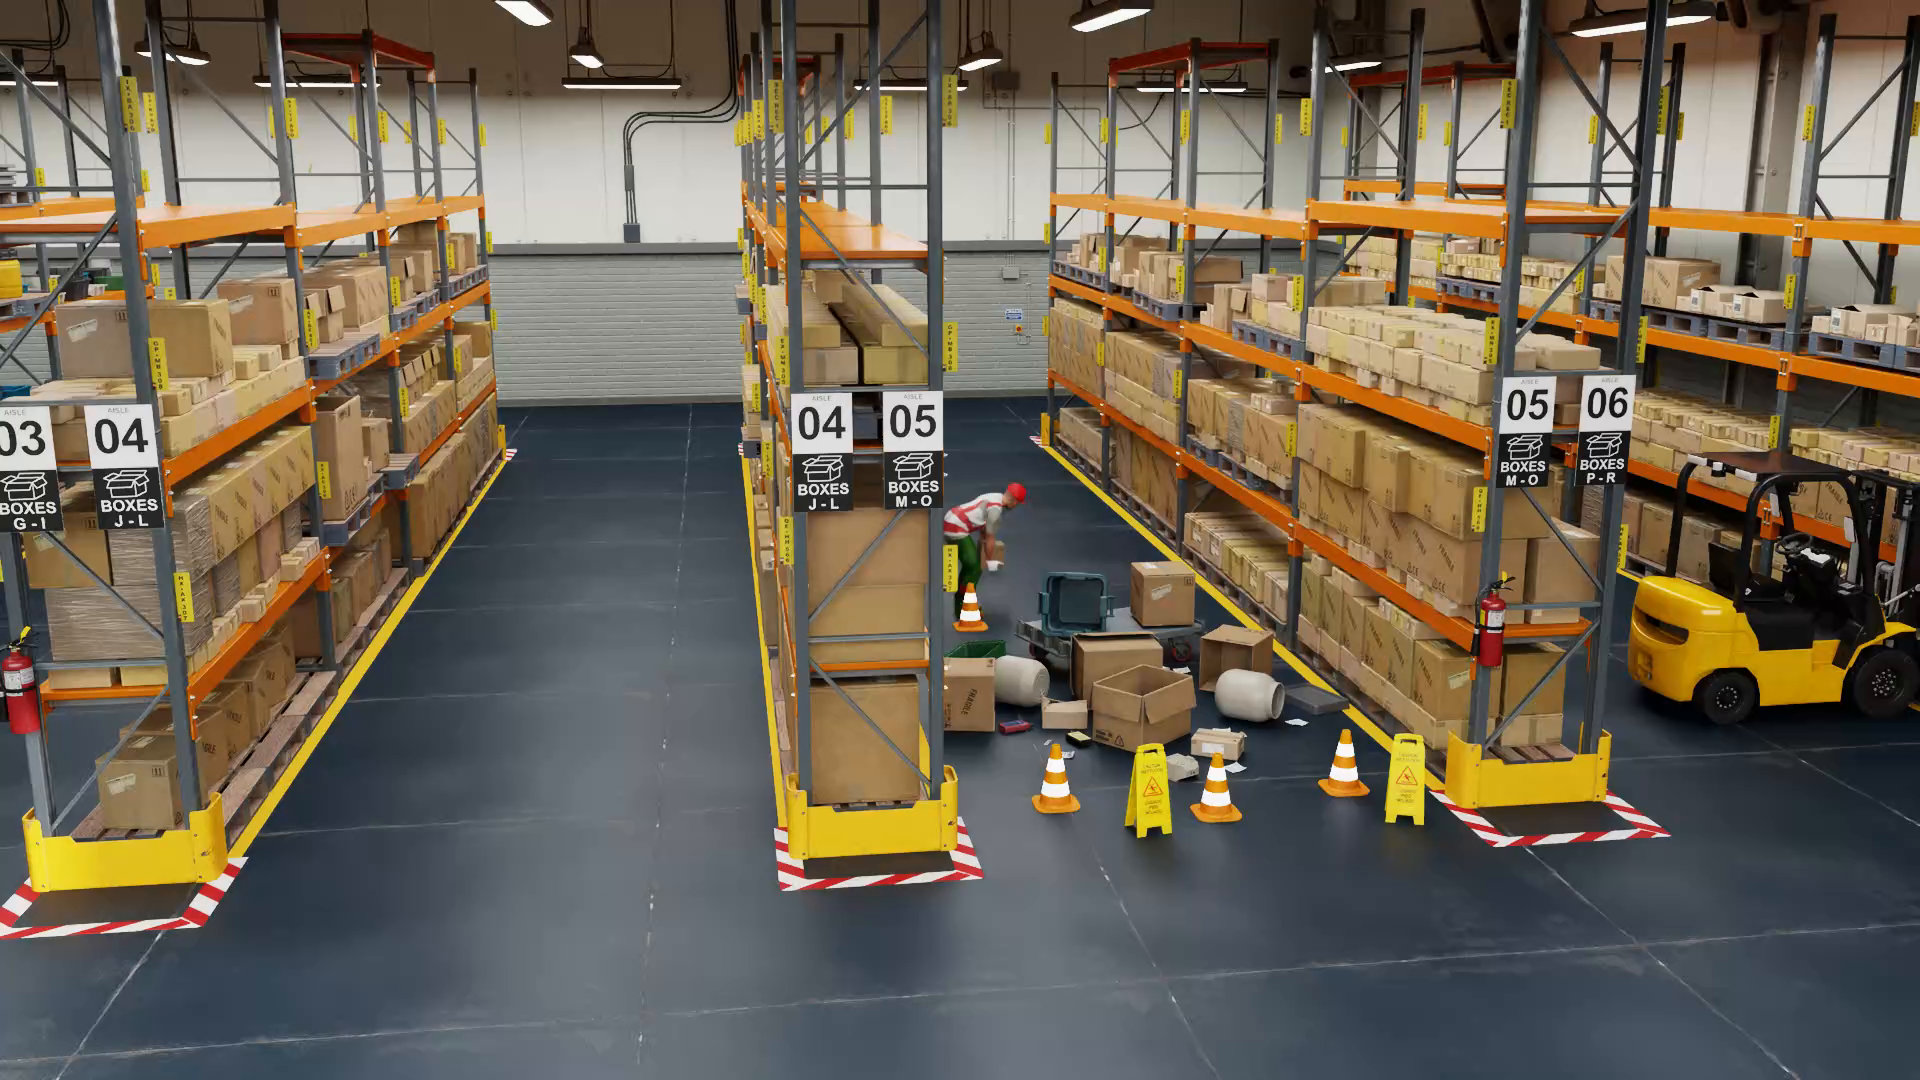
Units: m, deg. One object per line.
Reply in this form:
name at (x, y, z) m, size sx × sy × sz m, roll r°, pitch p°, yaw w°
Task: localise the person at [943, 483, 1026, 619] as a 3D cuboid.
person at (0.249, 0.101, 17.358) m, size 0.888 × 1.396 × 0.471 m, roll -2°, pitch 13°, yaw -10°
